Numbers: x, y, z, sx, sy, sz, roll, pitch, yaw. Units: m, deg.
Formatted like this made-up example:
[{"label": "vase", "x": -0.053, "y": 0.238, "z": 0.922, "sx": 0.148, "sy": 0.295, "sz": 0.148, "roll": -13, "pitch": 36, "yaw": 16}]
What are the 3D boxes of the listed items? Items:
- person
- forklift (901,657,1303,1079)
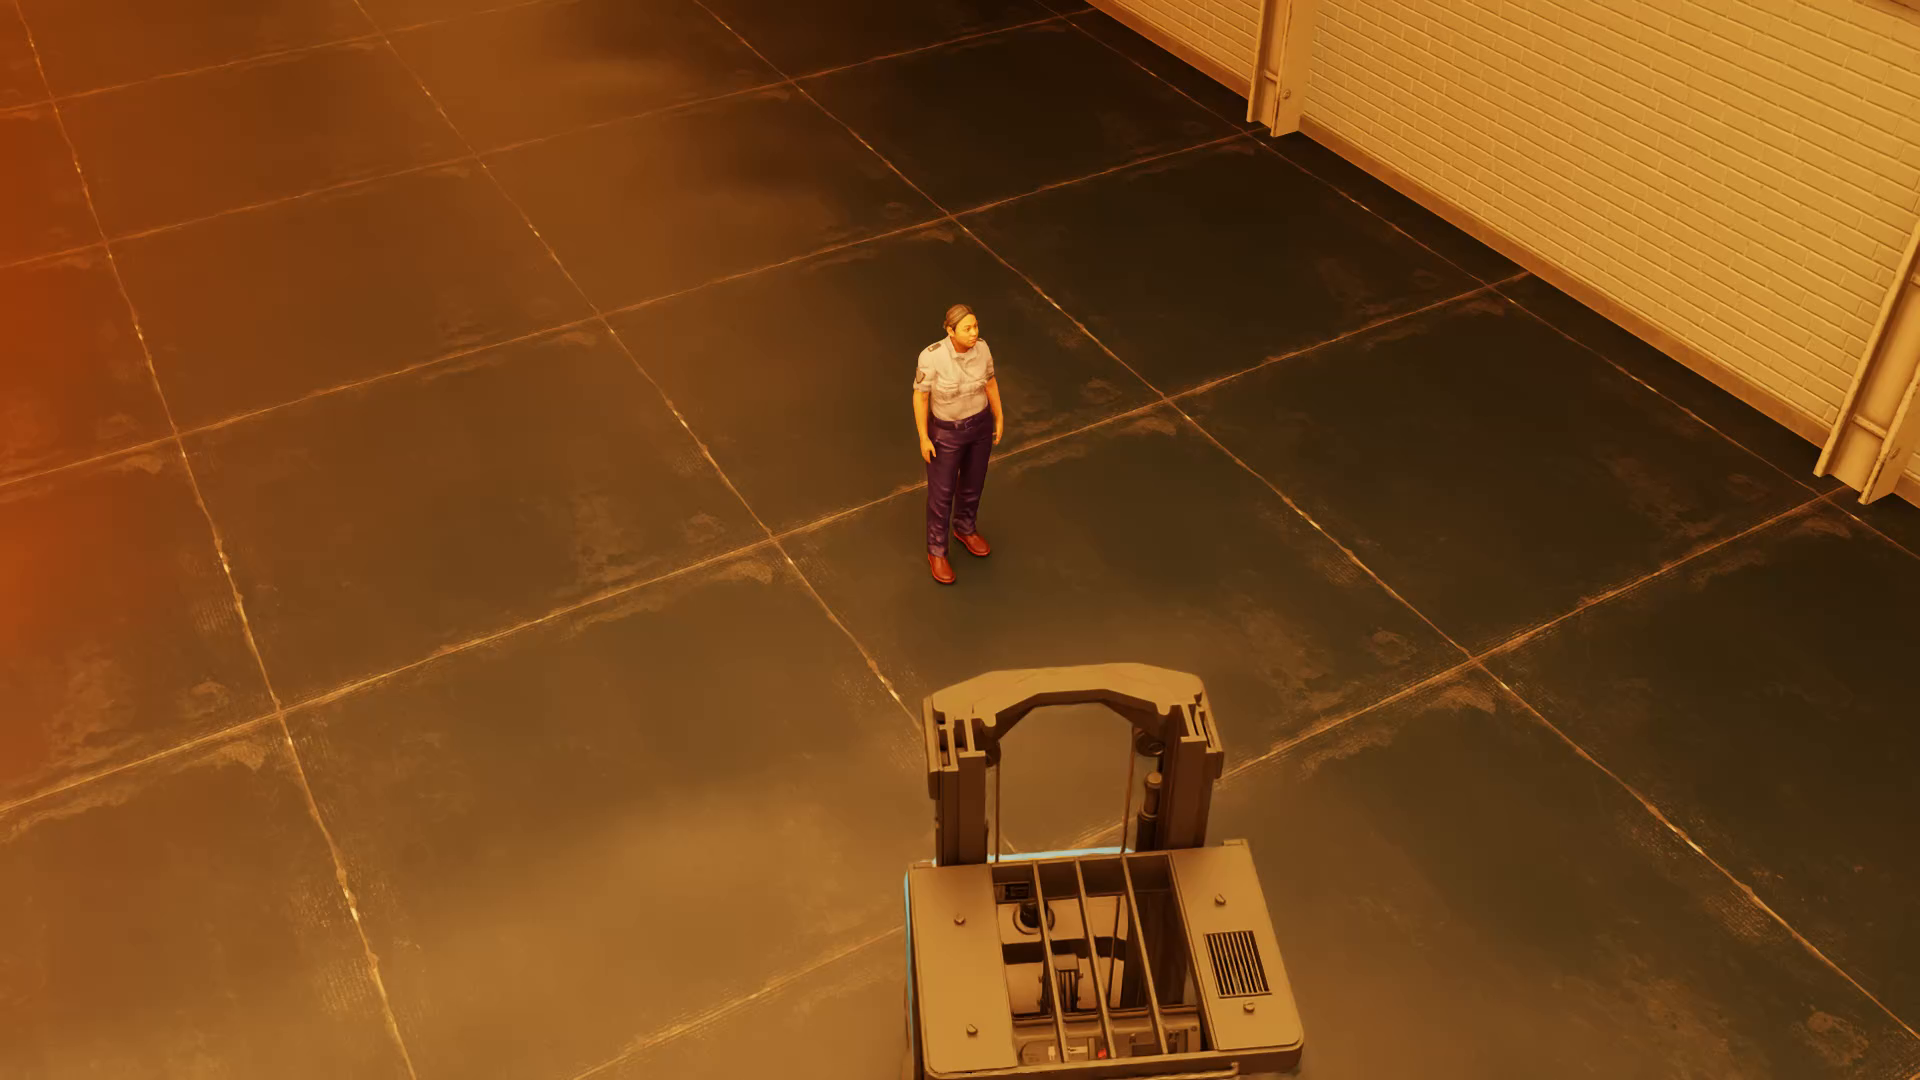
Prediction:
[{"label": "person", "x": 0.025, "y": -0.582, "z": 9.732, "sx": 0.598, "sy": 1.651, "sz": 0.502, "roll": -20, "pitch": 44, "yaw": -23}, {"label": "forklift", "x": 0.401, "y": 1.949, "z": 5.686, "sx": 1.130, "sy": 2.935, "sz": 3.031, "roll": -3, "pitch": 40, "yaw": -4}]
